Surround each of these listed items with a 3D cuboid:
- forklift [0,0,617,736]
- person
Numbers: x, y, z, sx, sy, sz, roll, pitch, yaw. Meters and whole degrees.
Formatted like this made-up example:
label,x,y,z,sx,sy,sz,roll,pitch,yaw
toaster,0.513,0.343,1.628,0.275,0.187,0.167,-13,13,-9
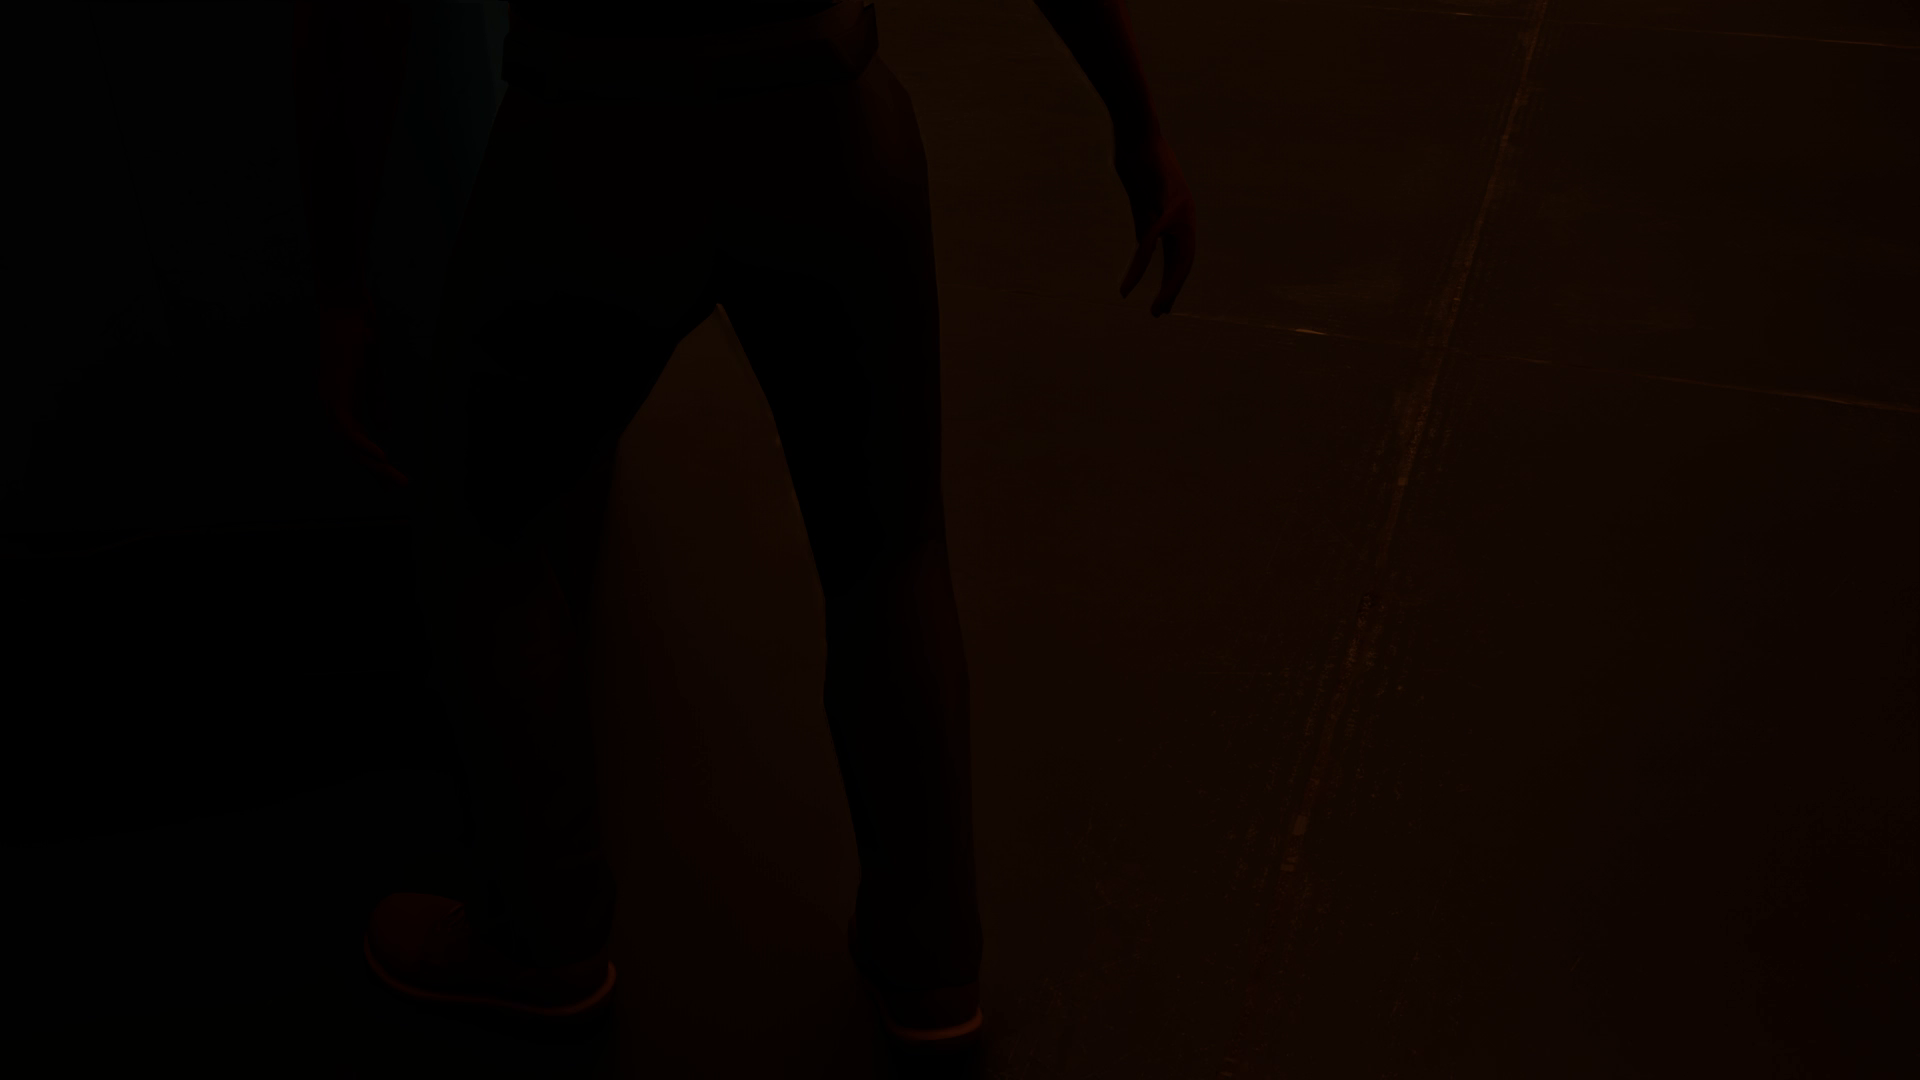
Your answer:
label,x,y,z,sx,sy,sz,roll,pitch,yaw
forklift,-2.035,-1.218,1.676,3.031,2.935,1.130,-3,30,-5
person,-0.205,-0.247,1.367,0.815,1.634,0.446,-6,30,-10
